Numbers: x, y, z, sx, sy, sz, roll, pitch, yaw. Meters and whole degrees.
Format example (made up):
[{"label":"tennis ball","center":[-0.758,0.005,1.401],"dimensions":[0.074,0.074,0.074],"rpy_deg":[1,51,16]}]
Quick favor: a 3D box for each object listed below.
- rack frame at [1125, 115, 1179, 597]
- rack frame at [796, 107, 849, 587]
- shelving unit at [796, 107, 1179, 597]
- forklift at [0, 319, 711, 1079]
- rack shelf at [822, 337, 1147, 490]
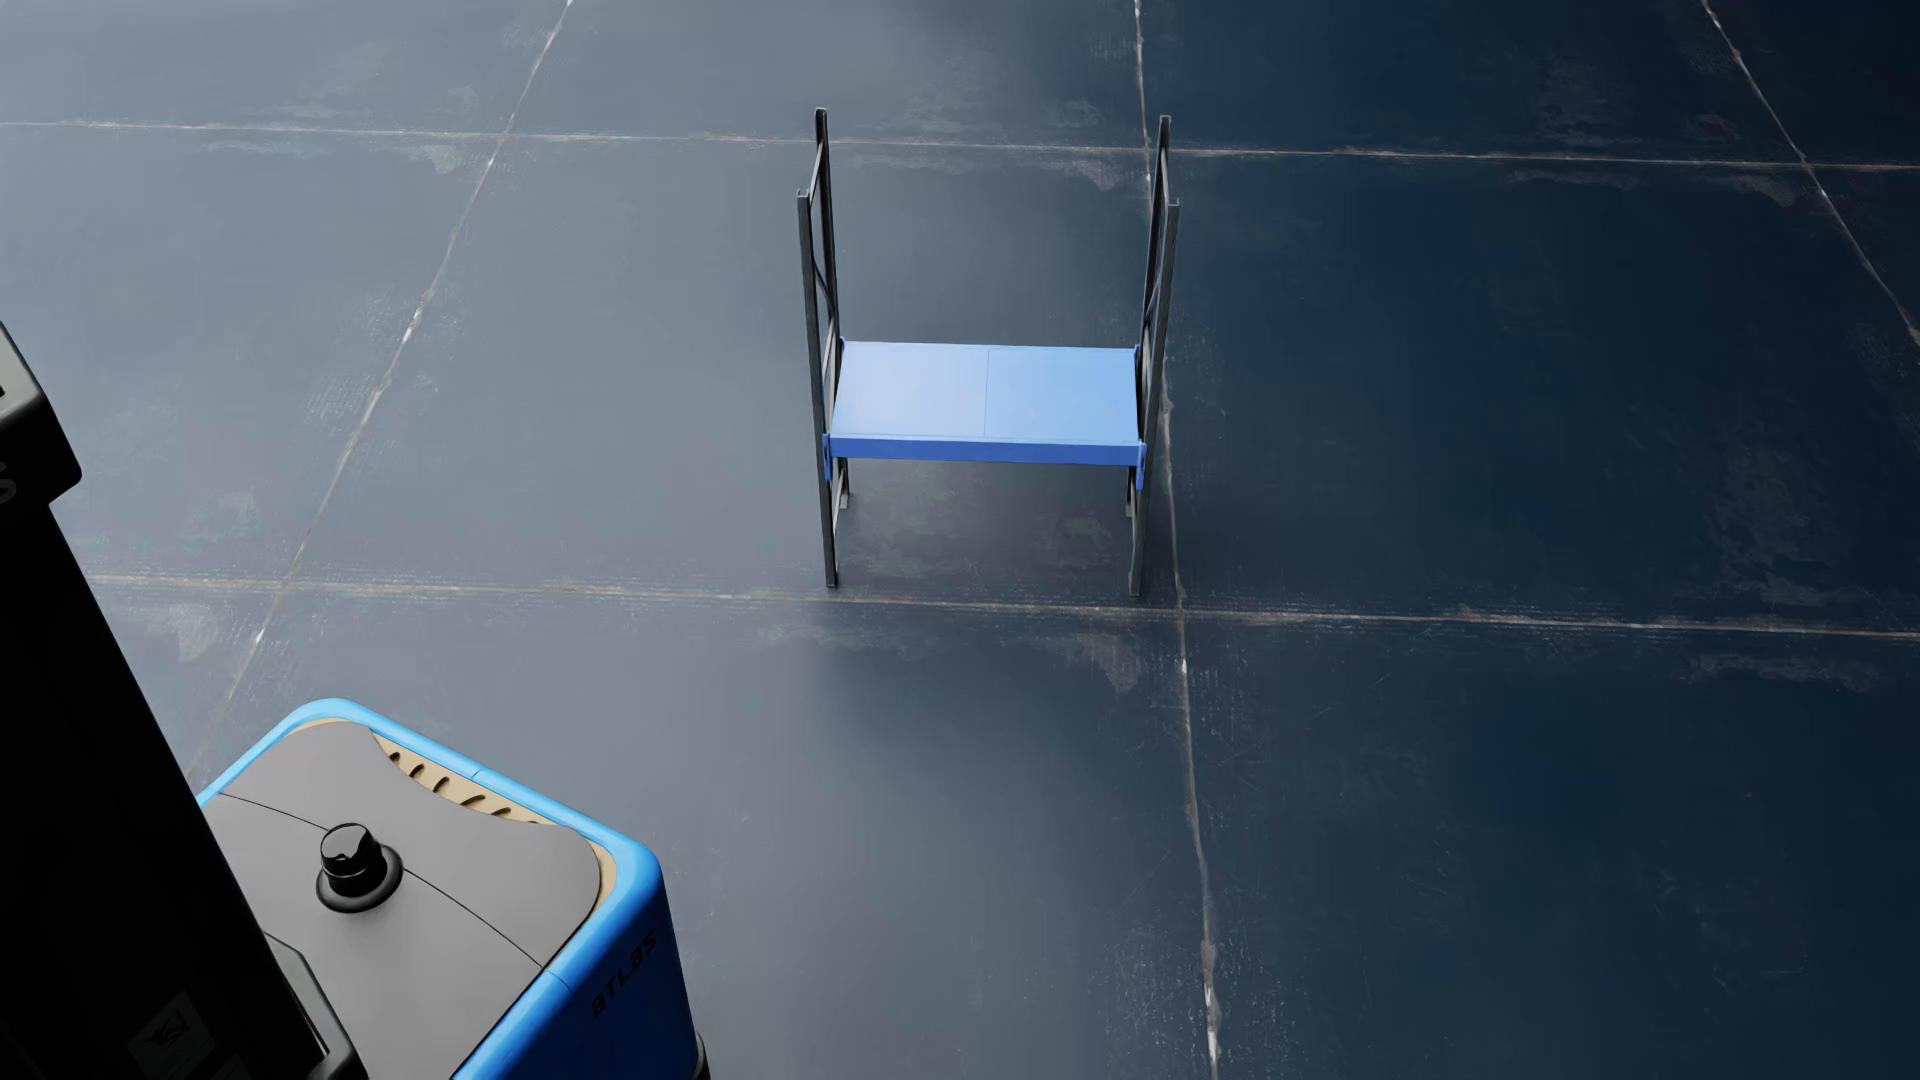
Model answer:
[{"label":"rack frame","center":[0.593,-0.531,5.219],"dimensions":[0.032,1.500,0.500],"rpy_deg":[2,43,2]},{"label":"rack frame","center":[-0.423,-0.562,5.253],"dimensions":[0.032,1.500,0.500],"rpy_deg":[2,43,2]},{"label":"shelving unit","center":[0.085,-0.546,5.236],"dimensions":[1.048,1.500,0.538],"rpy_deg":[2,43,2]},{"label":"forklift","center":[-1.766,1.090,2.430],"dimensions":[1.130,2.935,3.031],"rpy_deg":[21,47,21]},{"label":"rack shelf","center":[0.085,-0.415,5.359],"dimensions":[1.000,0.185,0.538],"rpy_deg":[2,43,2]}]
